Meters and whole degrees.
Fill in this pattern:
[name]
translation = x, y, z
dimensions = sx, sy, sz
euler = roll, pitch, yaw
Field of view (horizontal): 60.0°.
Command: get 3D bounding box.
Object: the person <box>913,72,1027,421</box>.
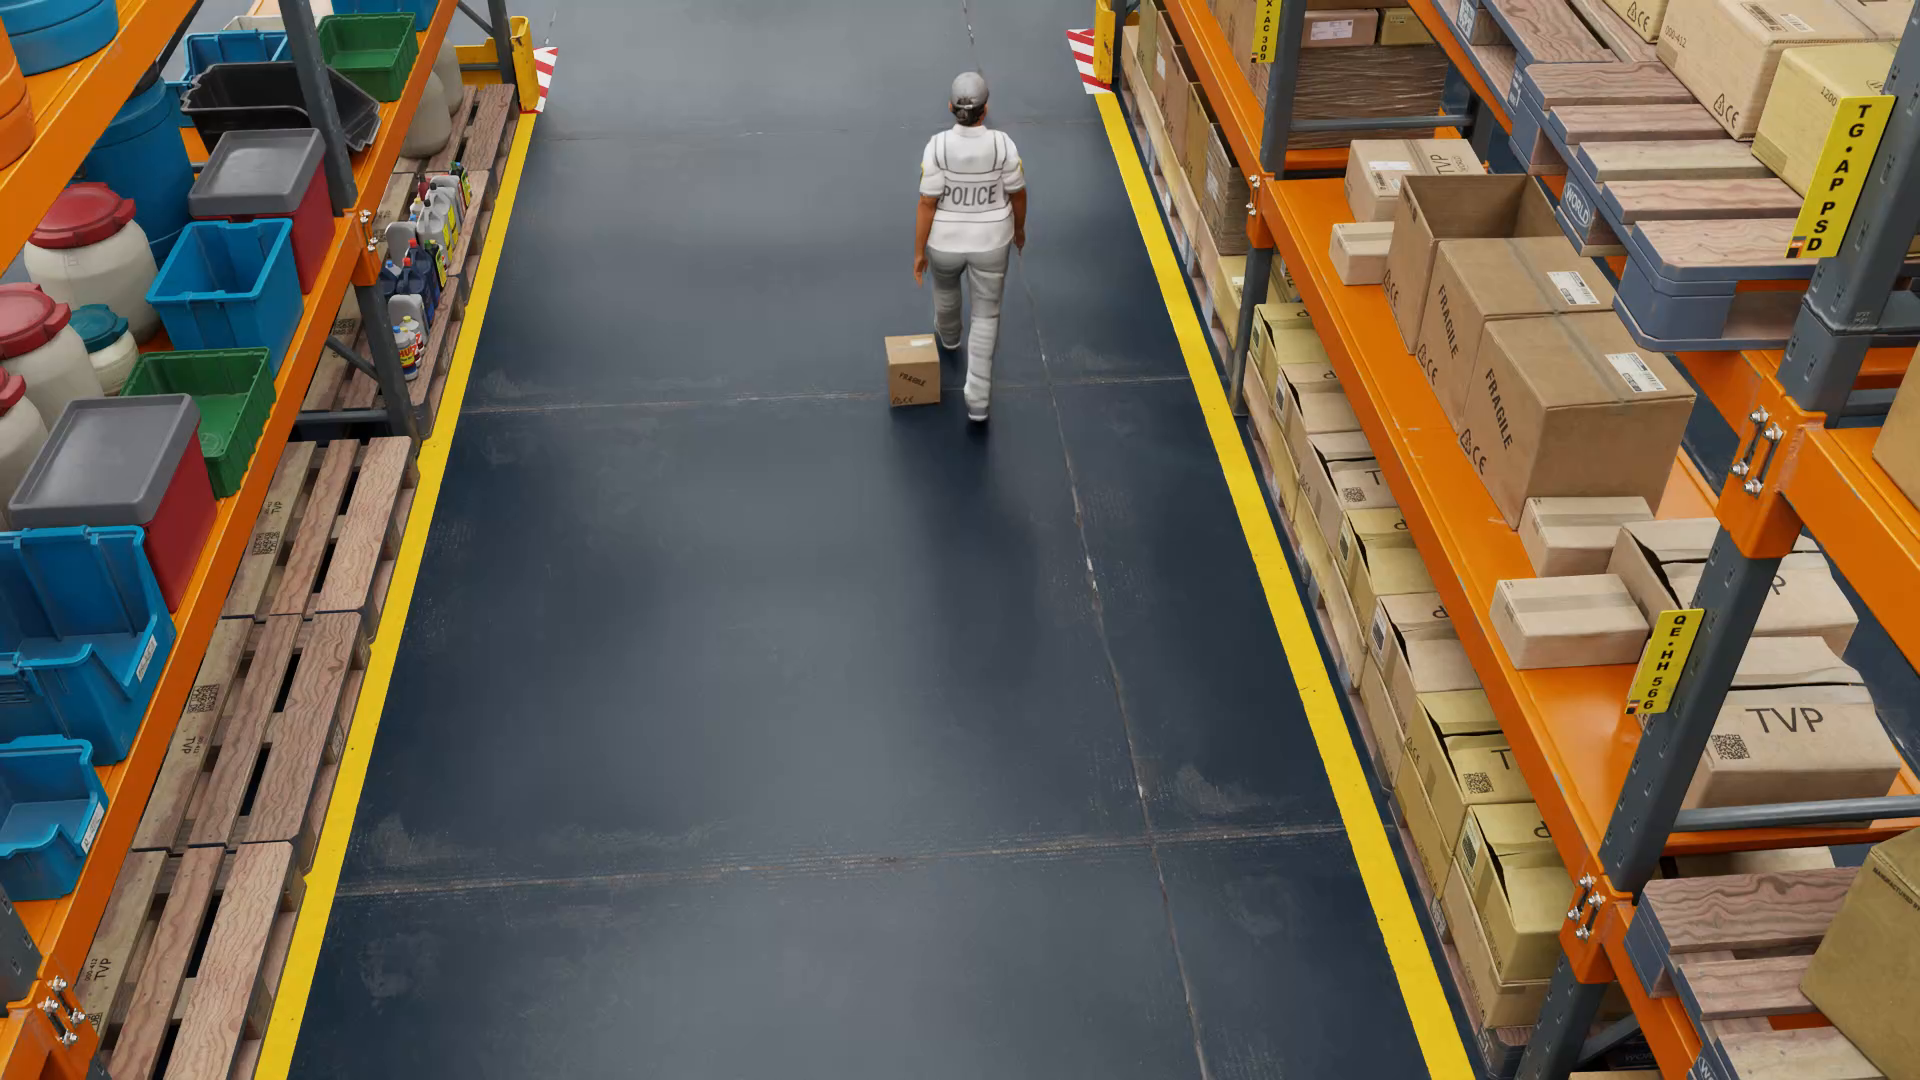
[person]
translation = 0.054, -1.457, 7.940
dimensions = 0.523, 1.607, 1.036
euler = 2, 39, 3
